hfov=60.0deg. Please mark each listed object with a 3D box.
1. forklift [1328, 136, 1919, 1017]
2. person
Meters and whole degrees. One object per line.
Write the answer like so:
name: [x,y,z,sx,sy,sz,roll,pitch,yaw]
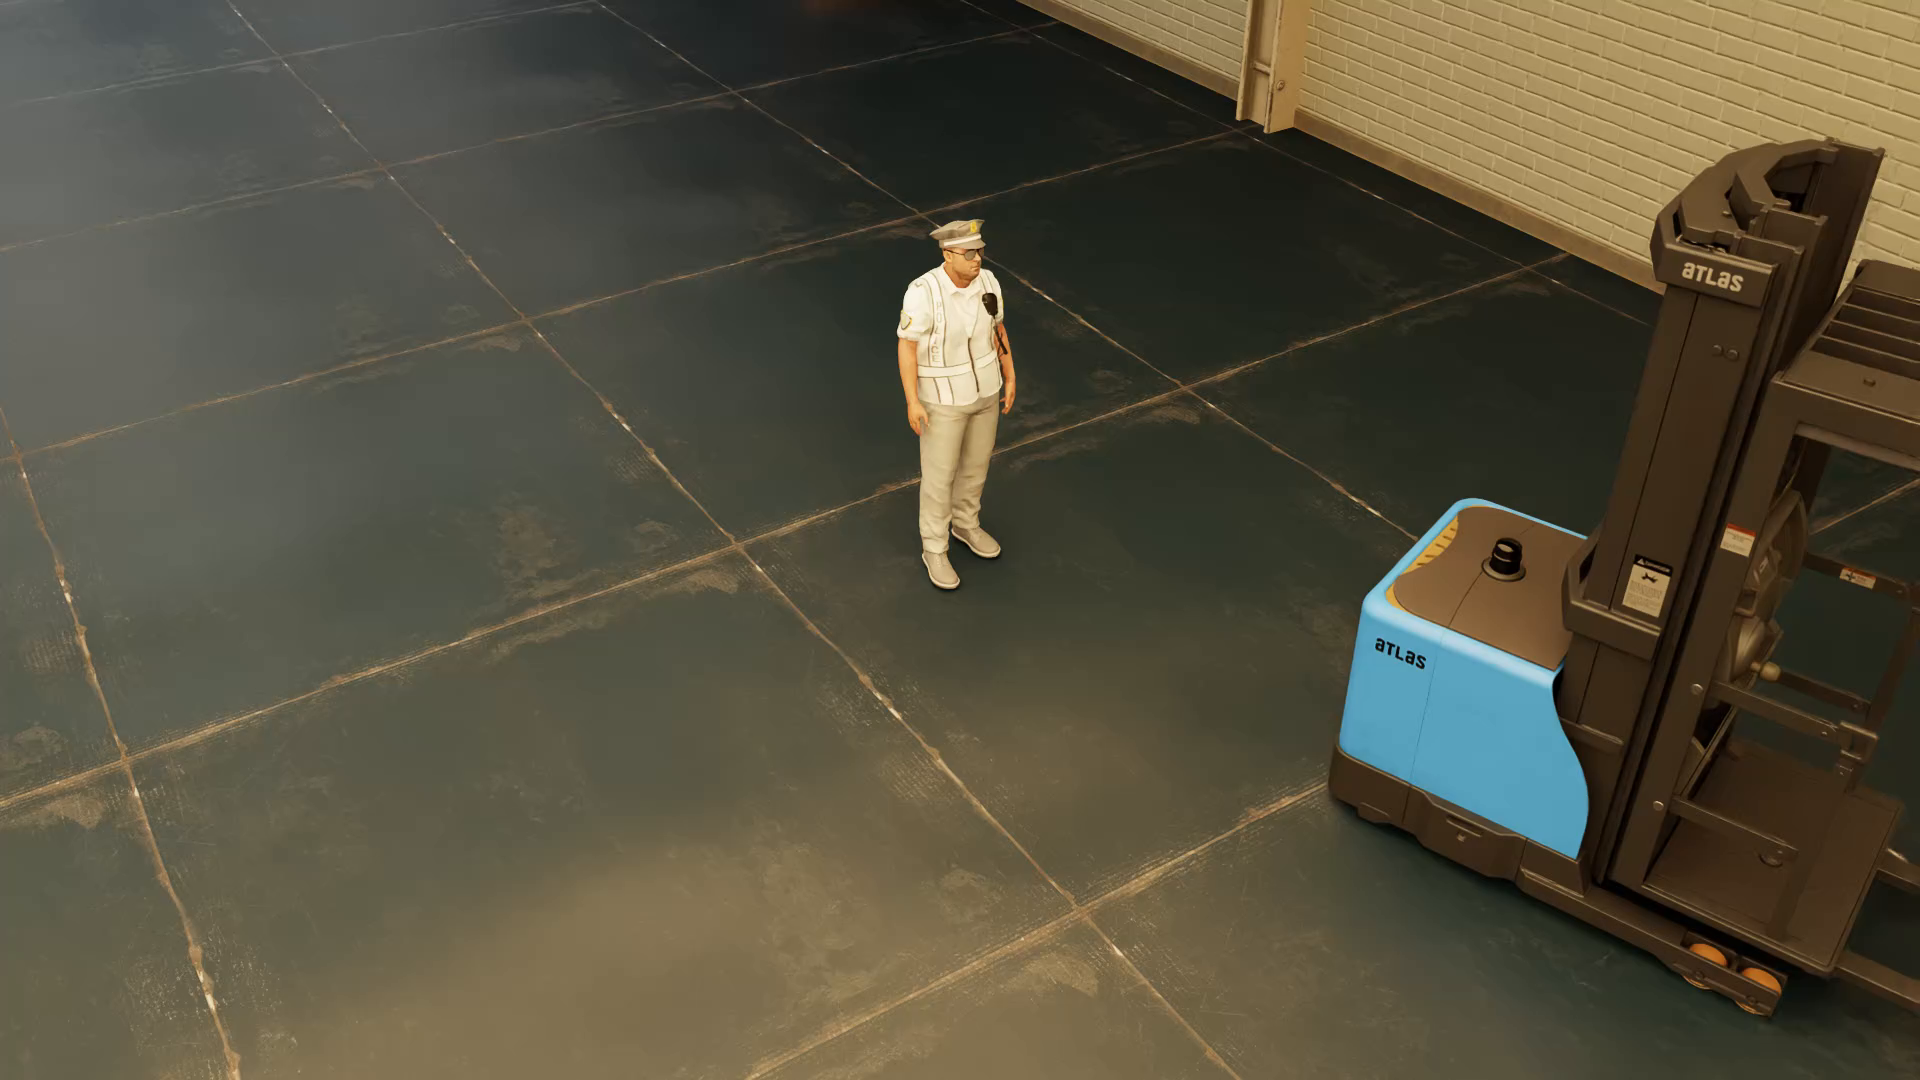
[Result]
forklift: [3.043,0.215,5.842,3.031,2.935,1.130,24,42,30]
person: [0.033,-0.694,8.122,0.641,1.780,0.574,-21,40,-27]
